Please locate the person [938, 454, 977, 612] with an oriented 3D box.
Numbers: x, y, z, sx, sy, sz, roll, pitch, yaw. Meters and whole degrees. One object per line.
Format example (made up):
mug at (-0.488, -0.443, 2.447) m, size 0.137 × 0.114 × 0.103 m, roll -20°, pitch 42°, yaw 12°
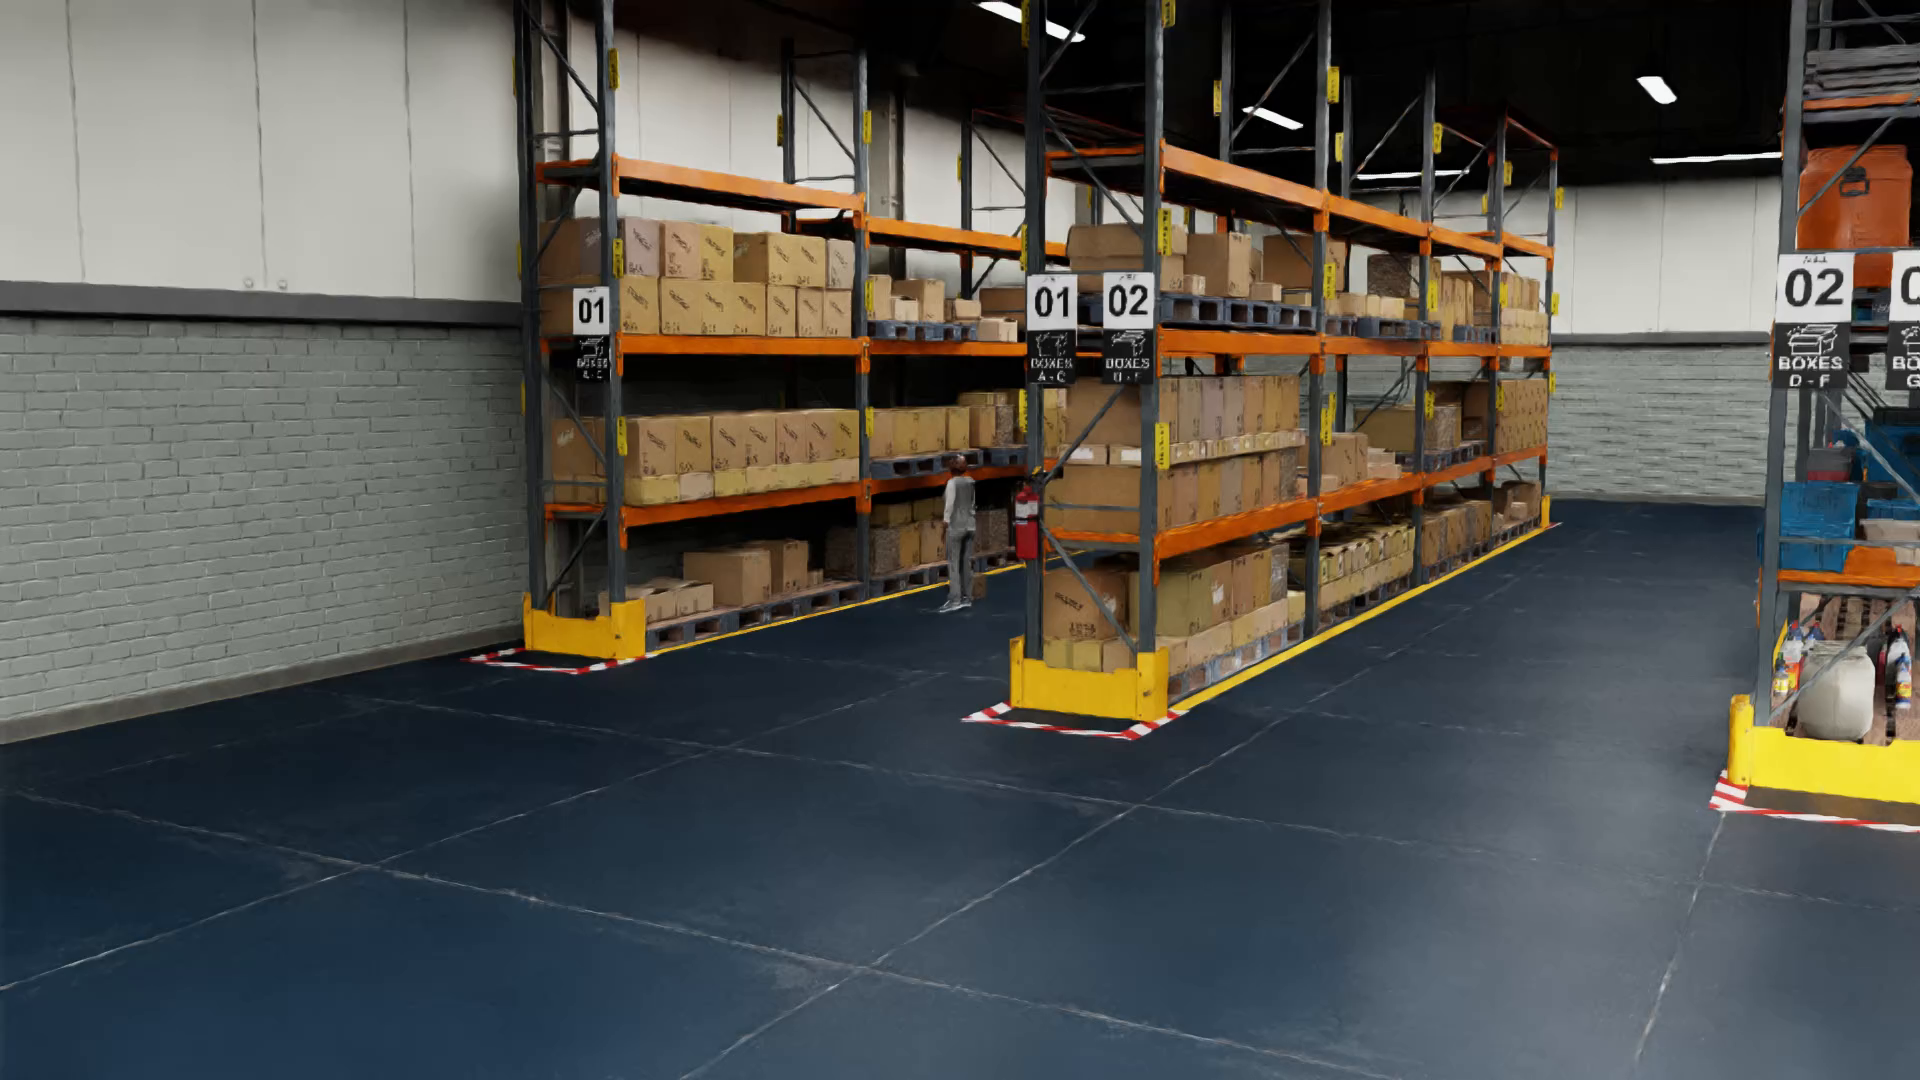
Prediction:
person at (-0.020, -0.072, 17.154) m, size 0.362 × 1.632 × 0.460 m, roll 6°, pitch 8°, yaw 43°
